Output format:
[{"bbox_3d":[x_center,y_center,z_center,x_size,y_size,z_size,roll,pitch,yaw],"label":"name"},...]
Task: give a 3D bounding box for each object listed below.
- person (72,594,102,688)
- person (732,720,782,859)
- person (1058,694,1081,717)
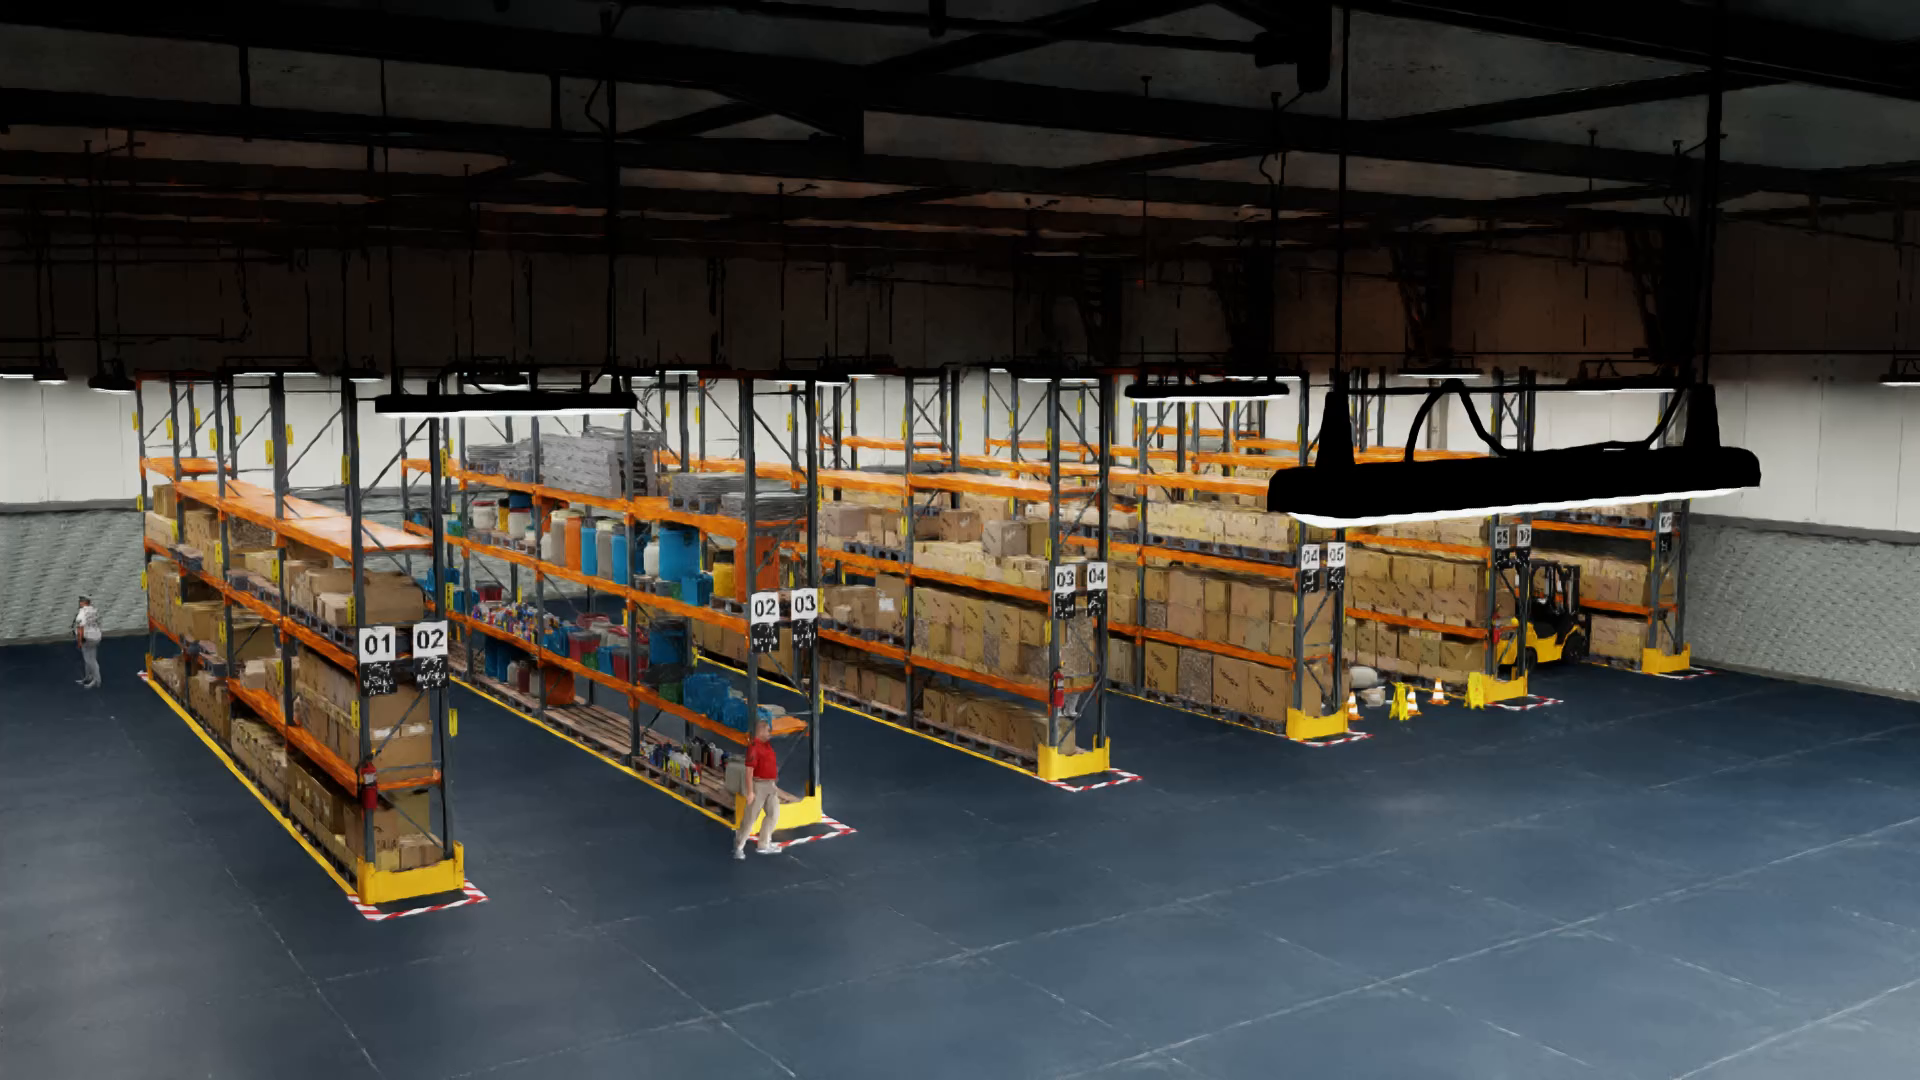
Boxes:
[{"bbox_3d":[-16.554,1.897,31.500,0.580,1.746,0.655,-1,6,-5],"label":"person"},{"bbox_3d":[-2.577,3.133,20.940,0.514,1.708,0.684,2,7,19],"label":"person"},{"bbox_3d":[1.900,2.232,28.775,0.729,1.733,0.546,-4,8,-34],"label":"person"}]
